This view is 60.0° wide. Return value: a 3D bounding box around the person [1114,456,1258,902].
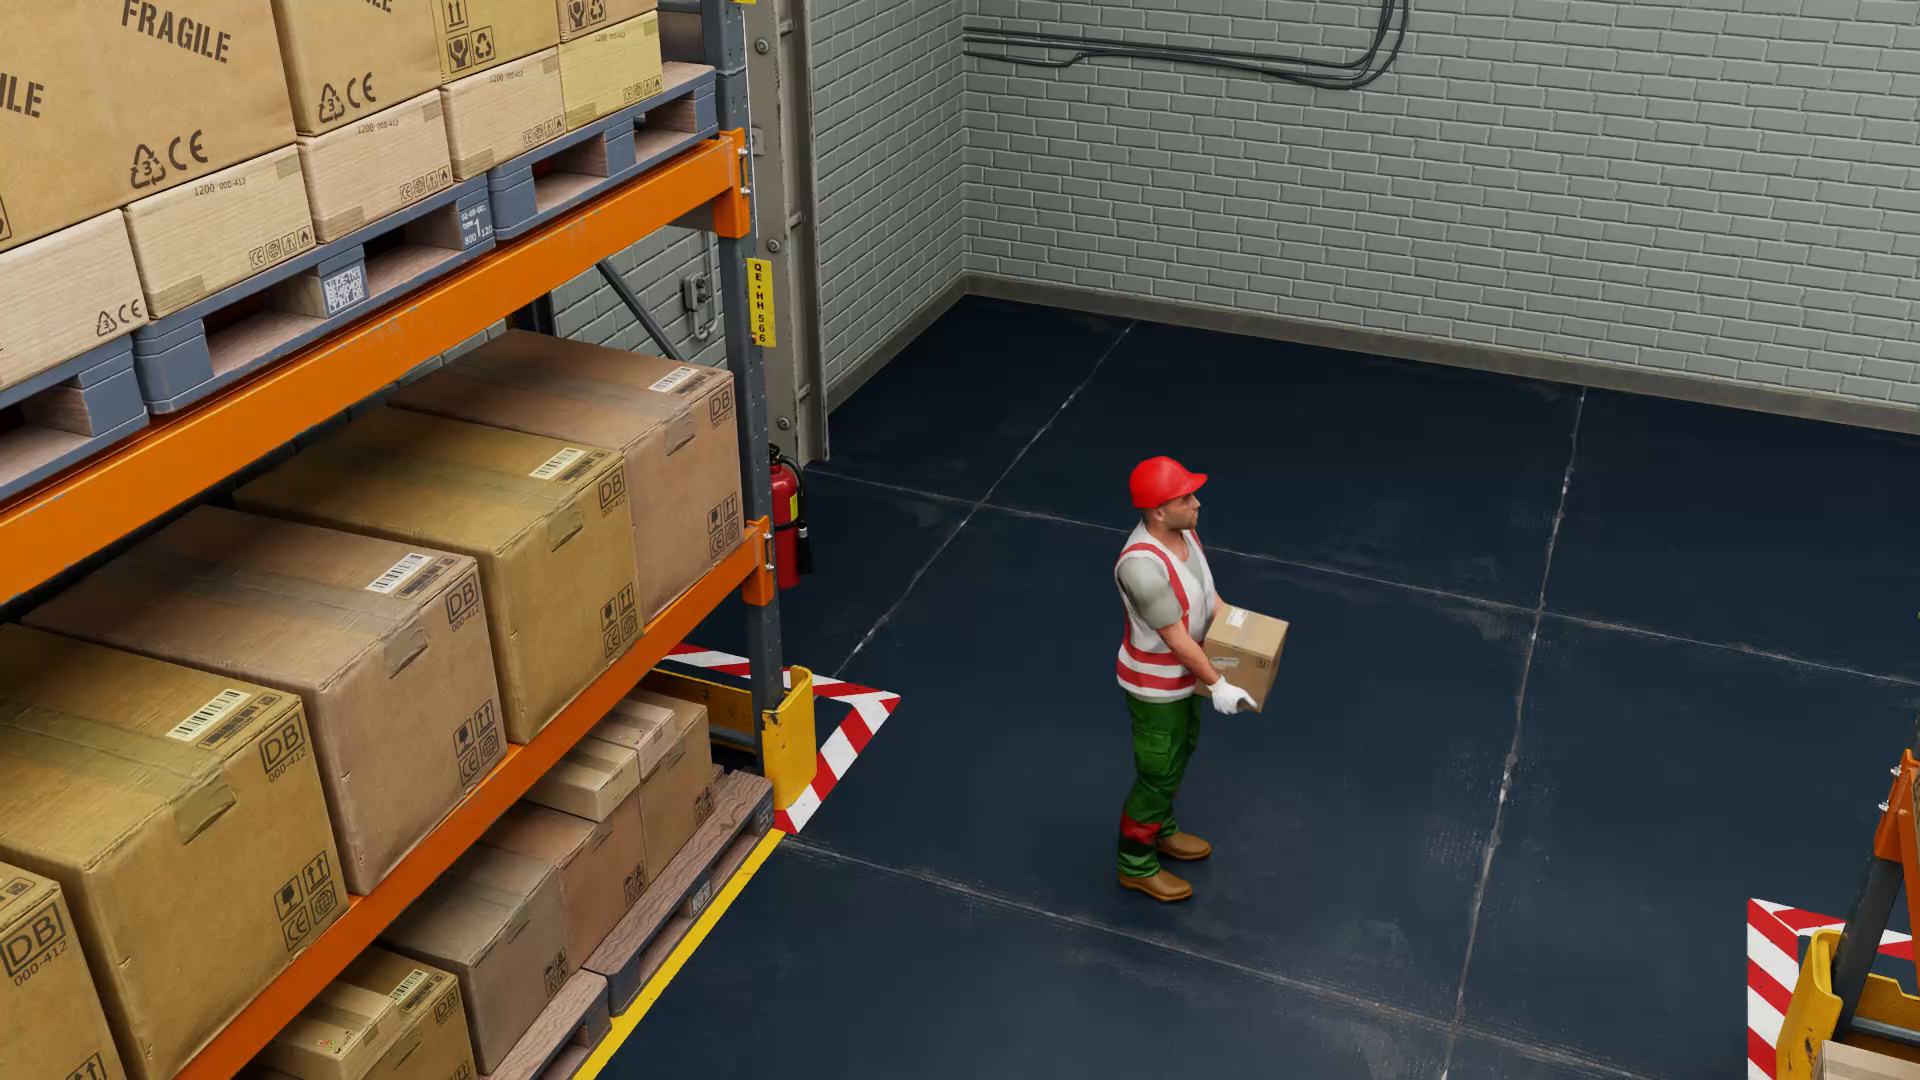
[{"bbox_3d":[0.857,0.528,6.166,0.560,1.787,0.500,11,31,19],"label":"person"}]
